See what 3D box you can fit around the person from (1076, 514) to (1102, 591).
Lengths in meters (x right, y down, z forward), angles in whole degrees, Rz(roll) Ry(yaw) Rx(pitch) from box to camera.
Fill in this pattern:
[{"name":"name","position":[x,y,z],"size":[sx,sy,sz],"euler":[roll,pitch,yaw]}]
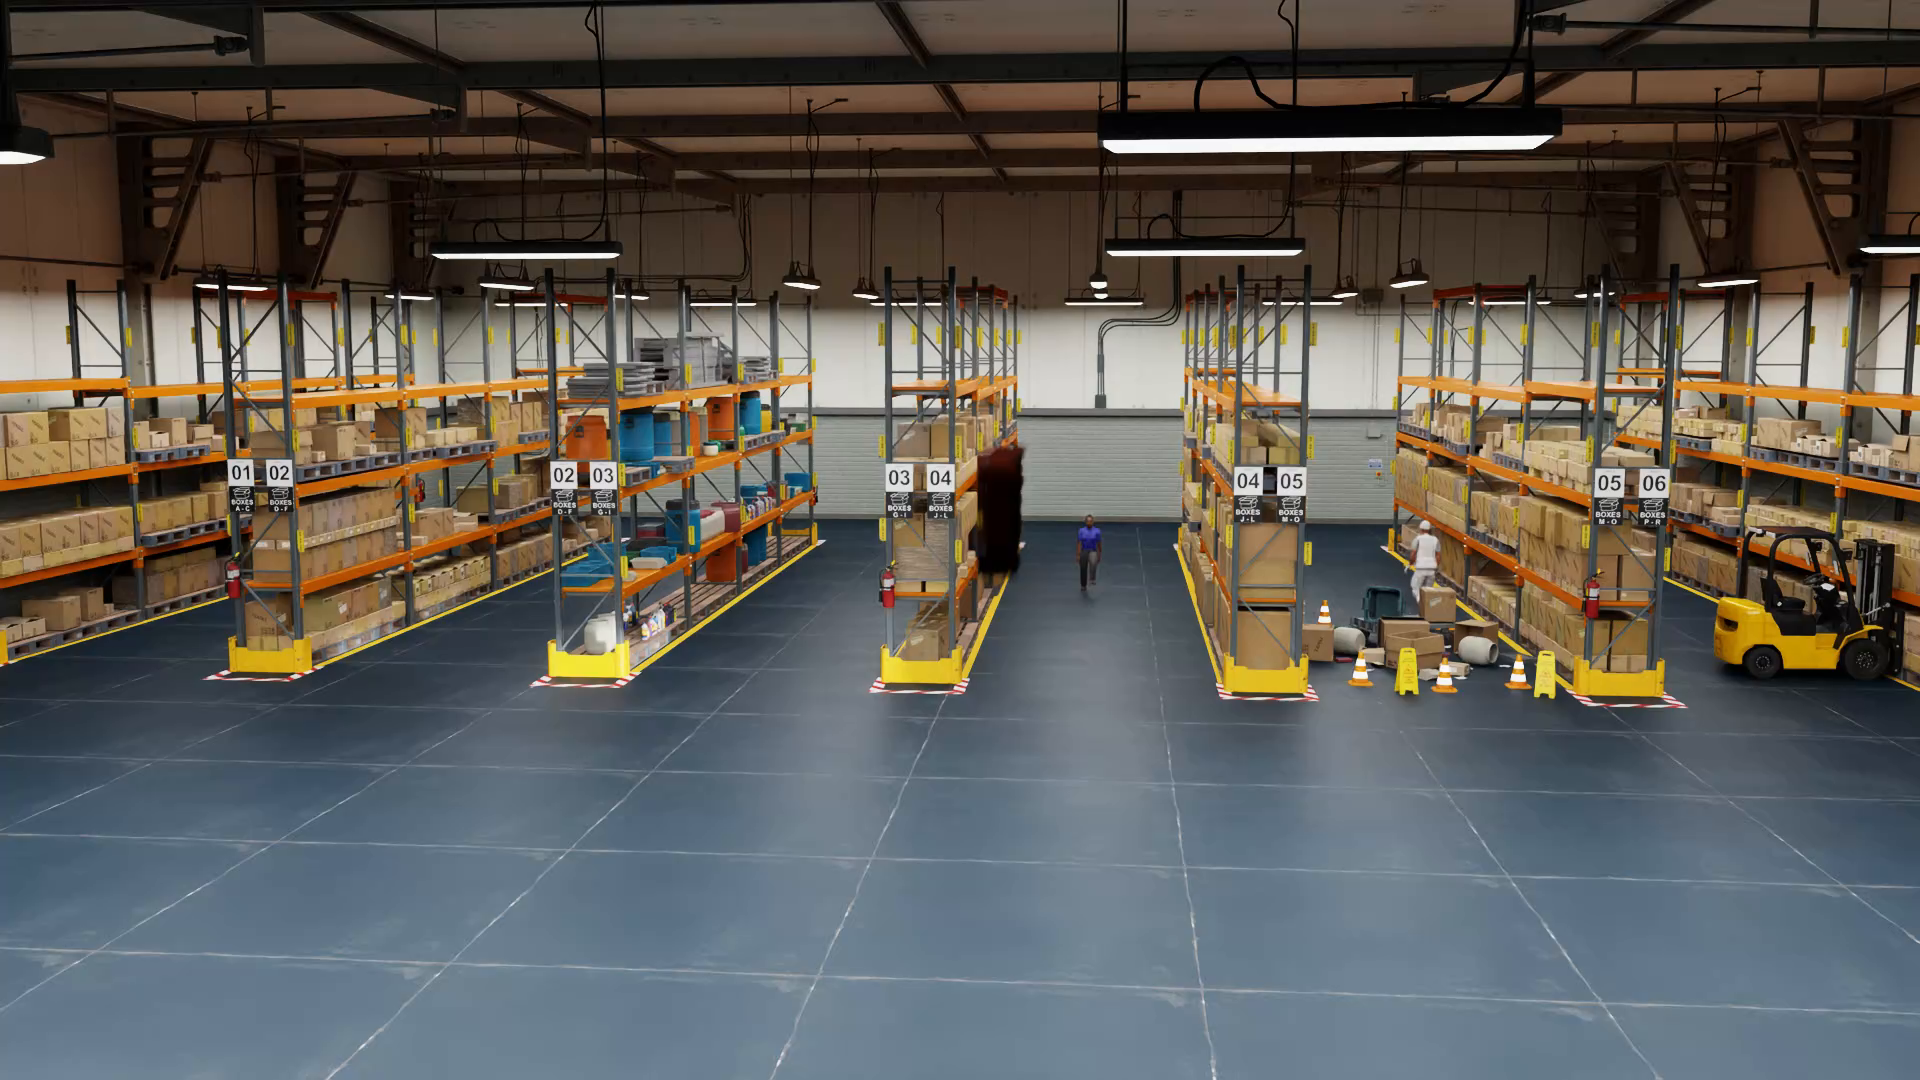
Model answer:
[{"name":"person","position":[2.494,0.330,32.127],"size":[0.482,1.427,1.045],"euler":[1,7,4]}]

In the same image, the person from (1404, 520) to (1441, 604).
[{"name":"person","position":[8.317,0.542,29.683],"size":[0.616,1.754,0.692],"euler":[-2,7,-15]}]
